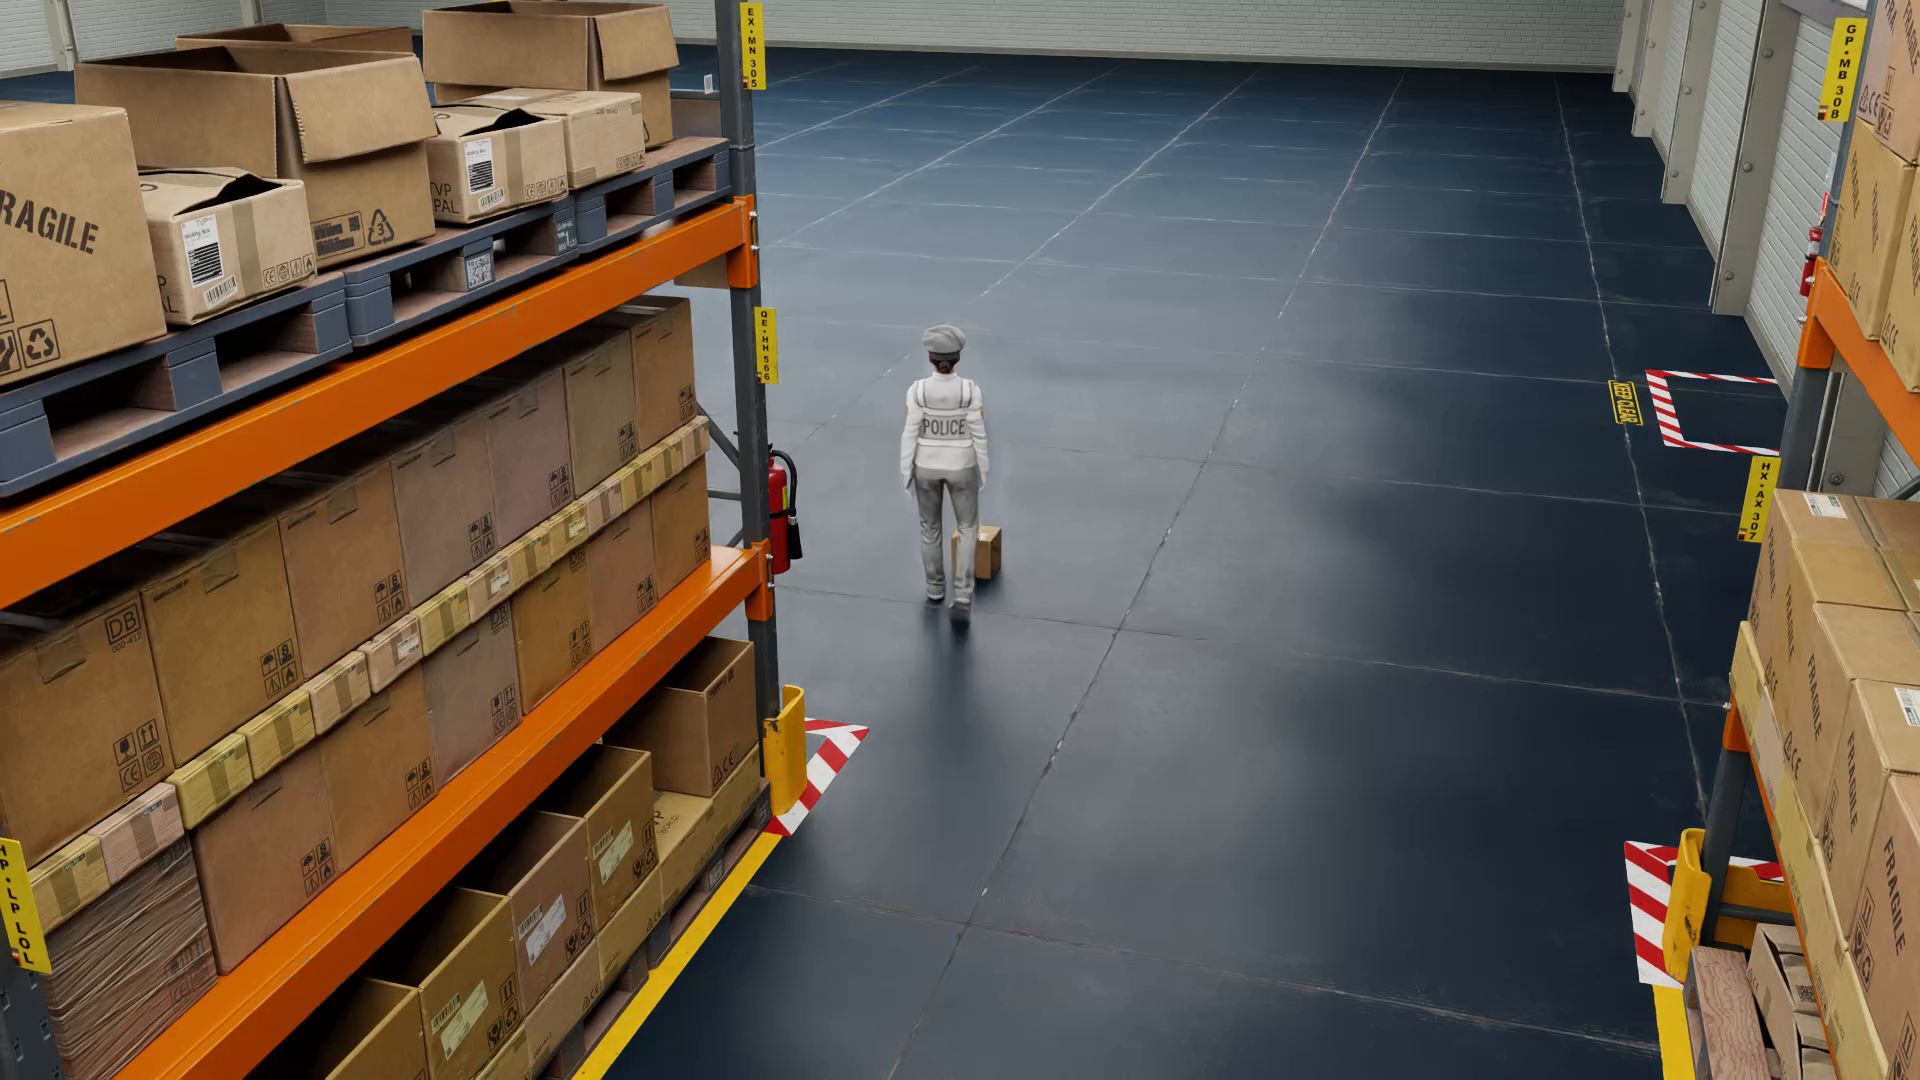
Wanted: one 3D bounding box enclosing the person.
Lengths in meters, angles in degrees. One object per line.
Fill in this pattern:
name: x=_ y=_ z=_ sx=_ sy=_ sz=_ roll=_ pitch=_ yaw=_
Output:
person: x=-0.085 y=-0.404 z=9.527 sx=0.507 sy=1.677 sz=0.641 roll=1 pitch=22 yaw=3
